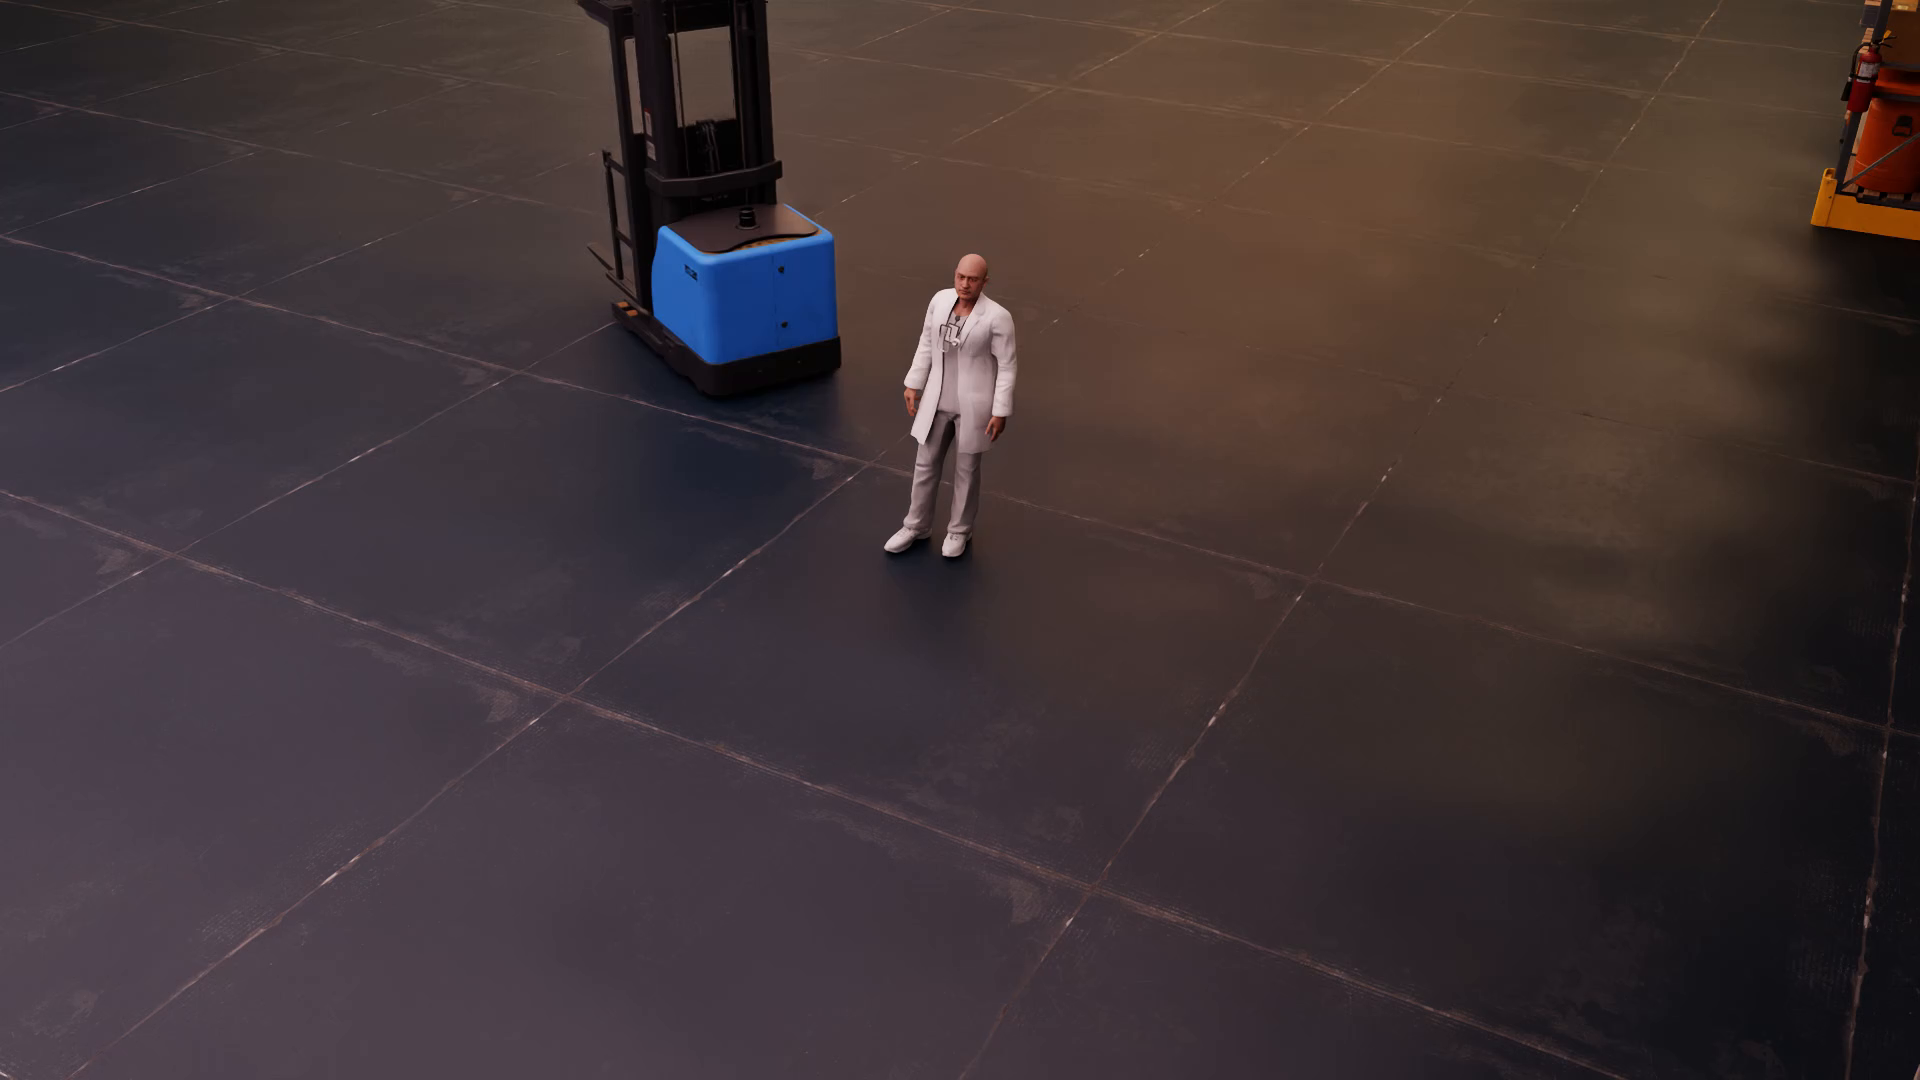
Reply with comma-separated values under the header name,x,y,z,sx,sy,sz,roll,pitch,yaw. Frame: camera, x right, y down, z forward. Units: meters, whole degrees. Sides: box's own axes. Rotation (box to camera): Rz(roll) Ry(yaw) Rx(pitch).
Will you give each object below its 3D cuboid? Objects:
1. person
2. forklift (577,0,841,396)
name,x,y,z,sx,sy,sz,roll,pitch,yaw
person,-0.048,-0.737,9.487,0.698,1.778,0.578,15,33,25
forklift,-2.045,-2.975,12.225,1.130,2.935,3.031,-17,34,-26
